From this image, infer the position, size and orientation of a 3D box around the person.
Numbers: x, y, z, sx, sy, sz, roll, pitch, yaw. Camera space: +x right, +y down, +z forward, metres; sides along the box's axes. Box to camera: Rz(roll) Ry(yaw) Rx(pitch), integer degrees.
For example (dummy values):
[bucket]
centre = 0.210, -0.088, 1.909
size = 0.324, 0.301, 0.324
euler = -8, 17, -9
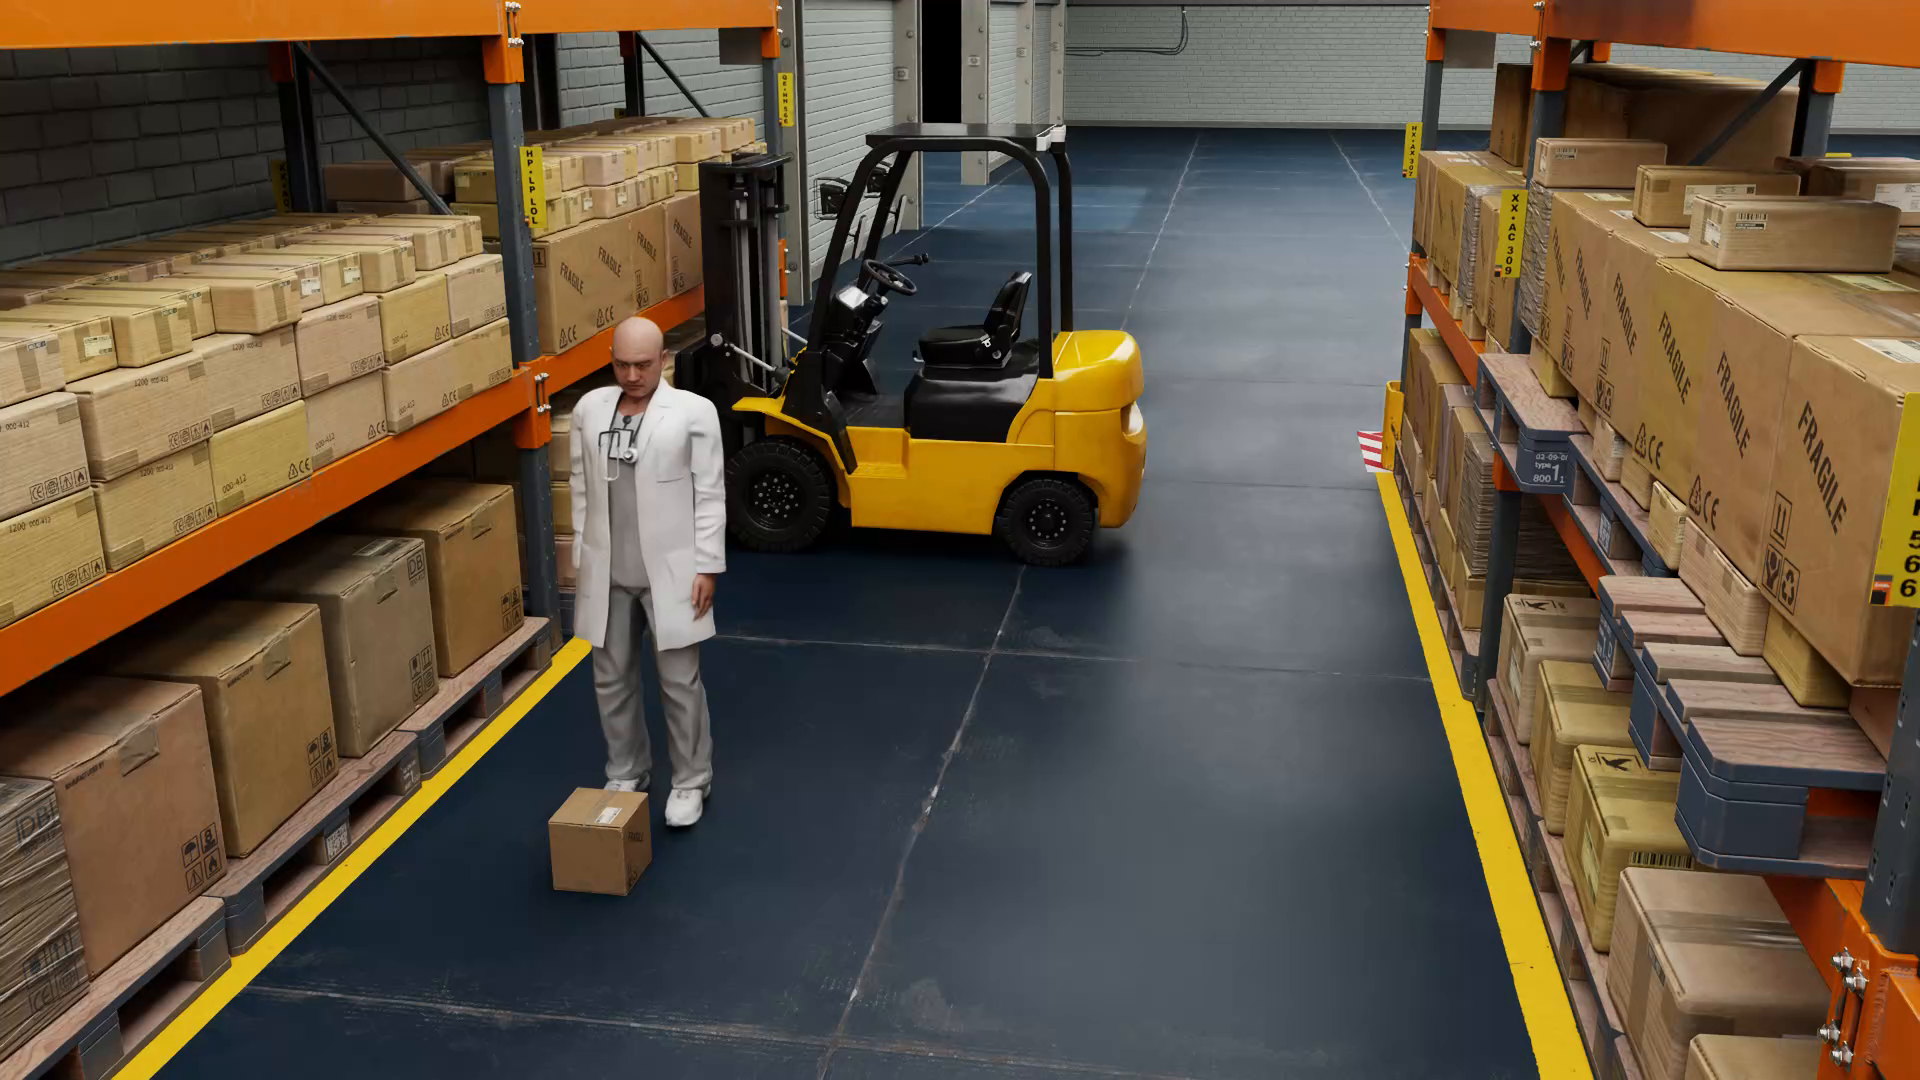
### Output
[person]
centre = -1.074, 0.116, 5.724
size = 0.562, 1.774, 0.383
euler = 3, 18, 10
